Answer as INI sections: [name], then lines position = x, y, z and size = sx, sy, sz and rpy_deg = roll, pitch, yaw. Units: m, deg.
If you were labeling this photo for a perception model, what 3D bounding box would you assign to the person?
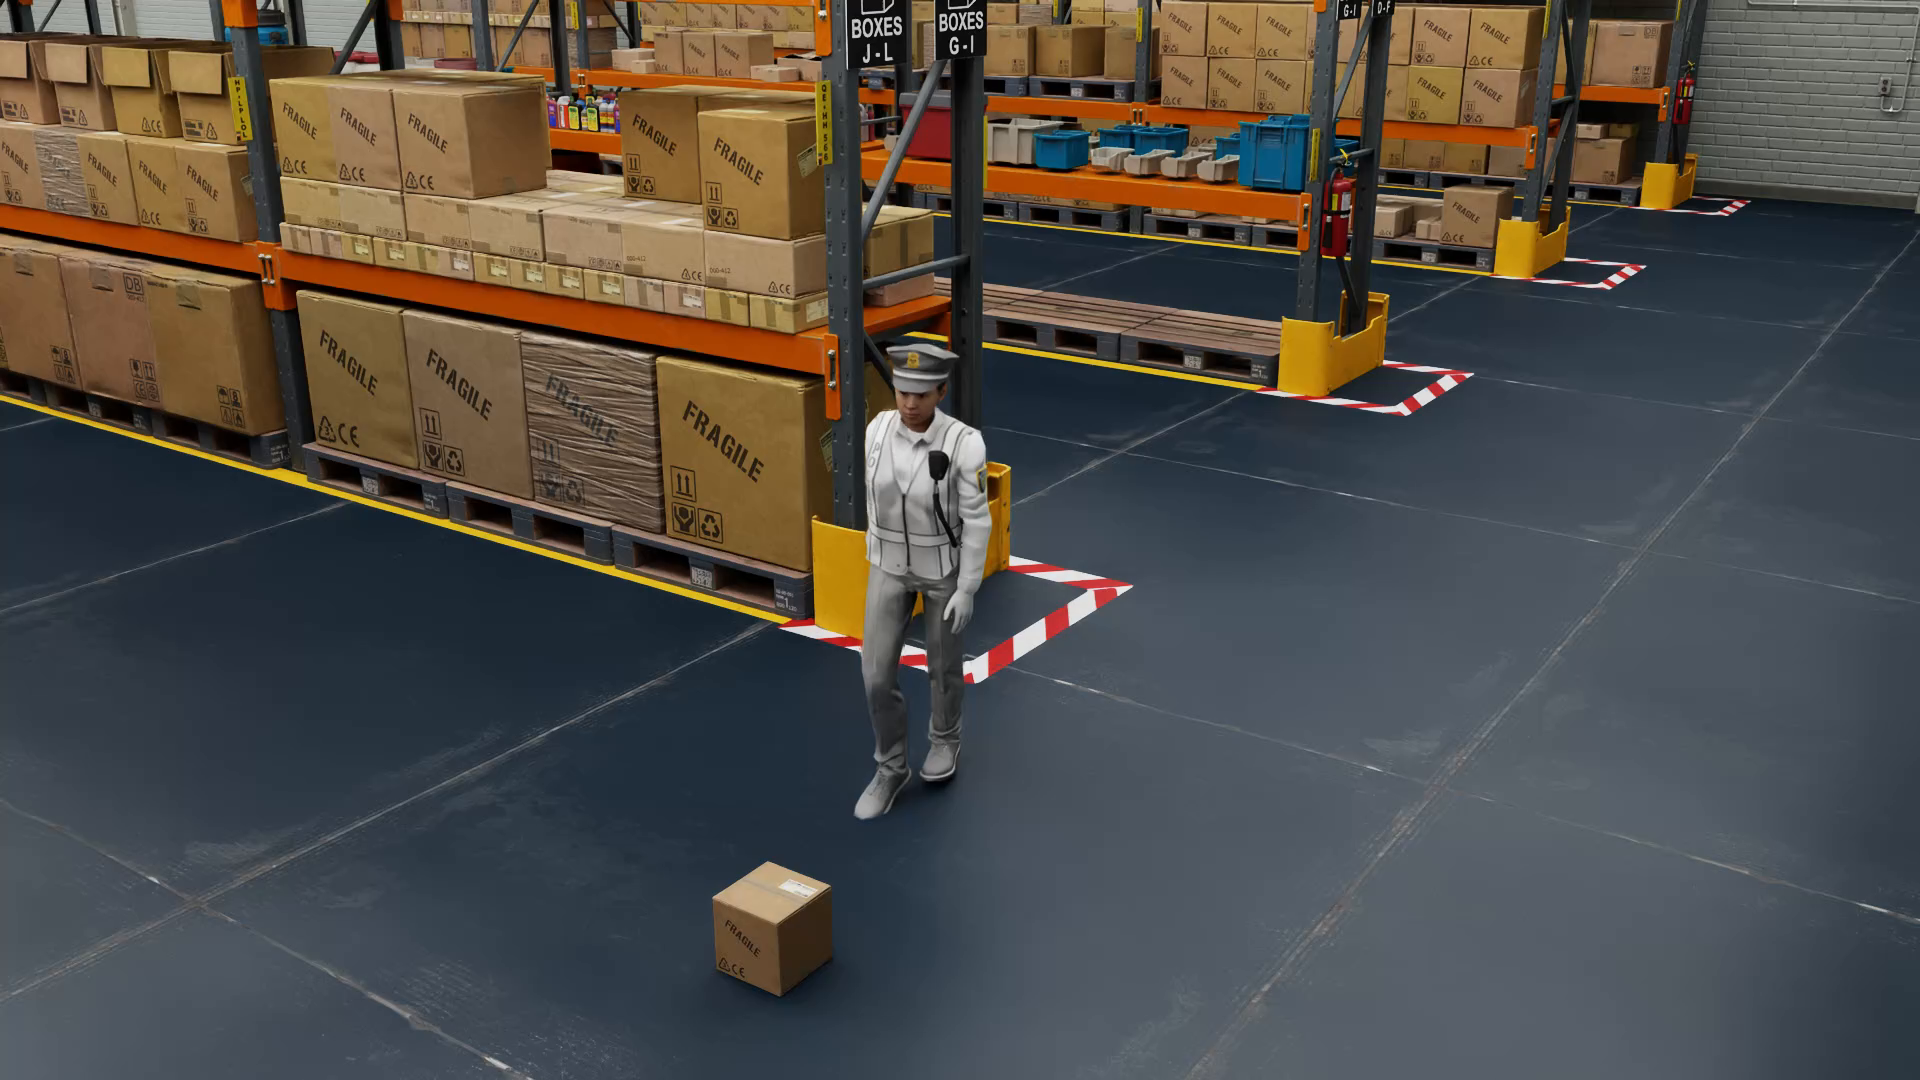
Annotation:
[person]
position = -0.106, 0.132, 5.731
size = 0.474, 1.710, 0.535
rpy_deg = 5, 21, 14
